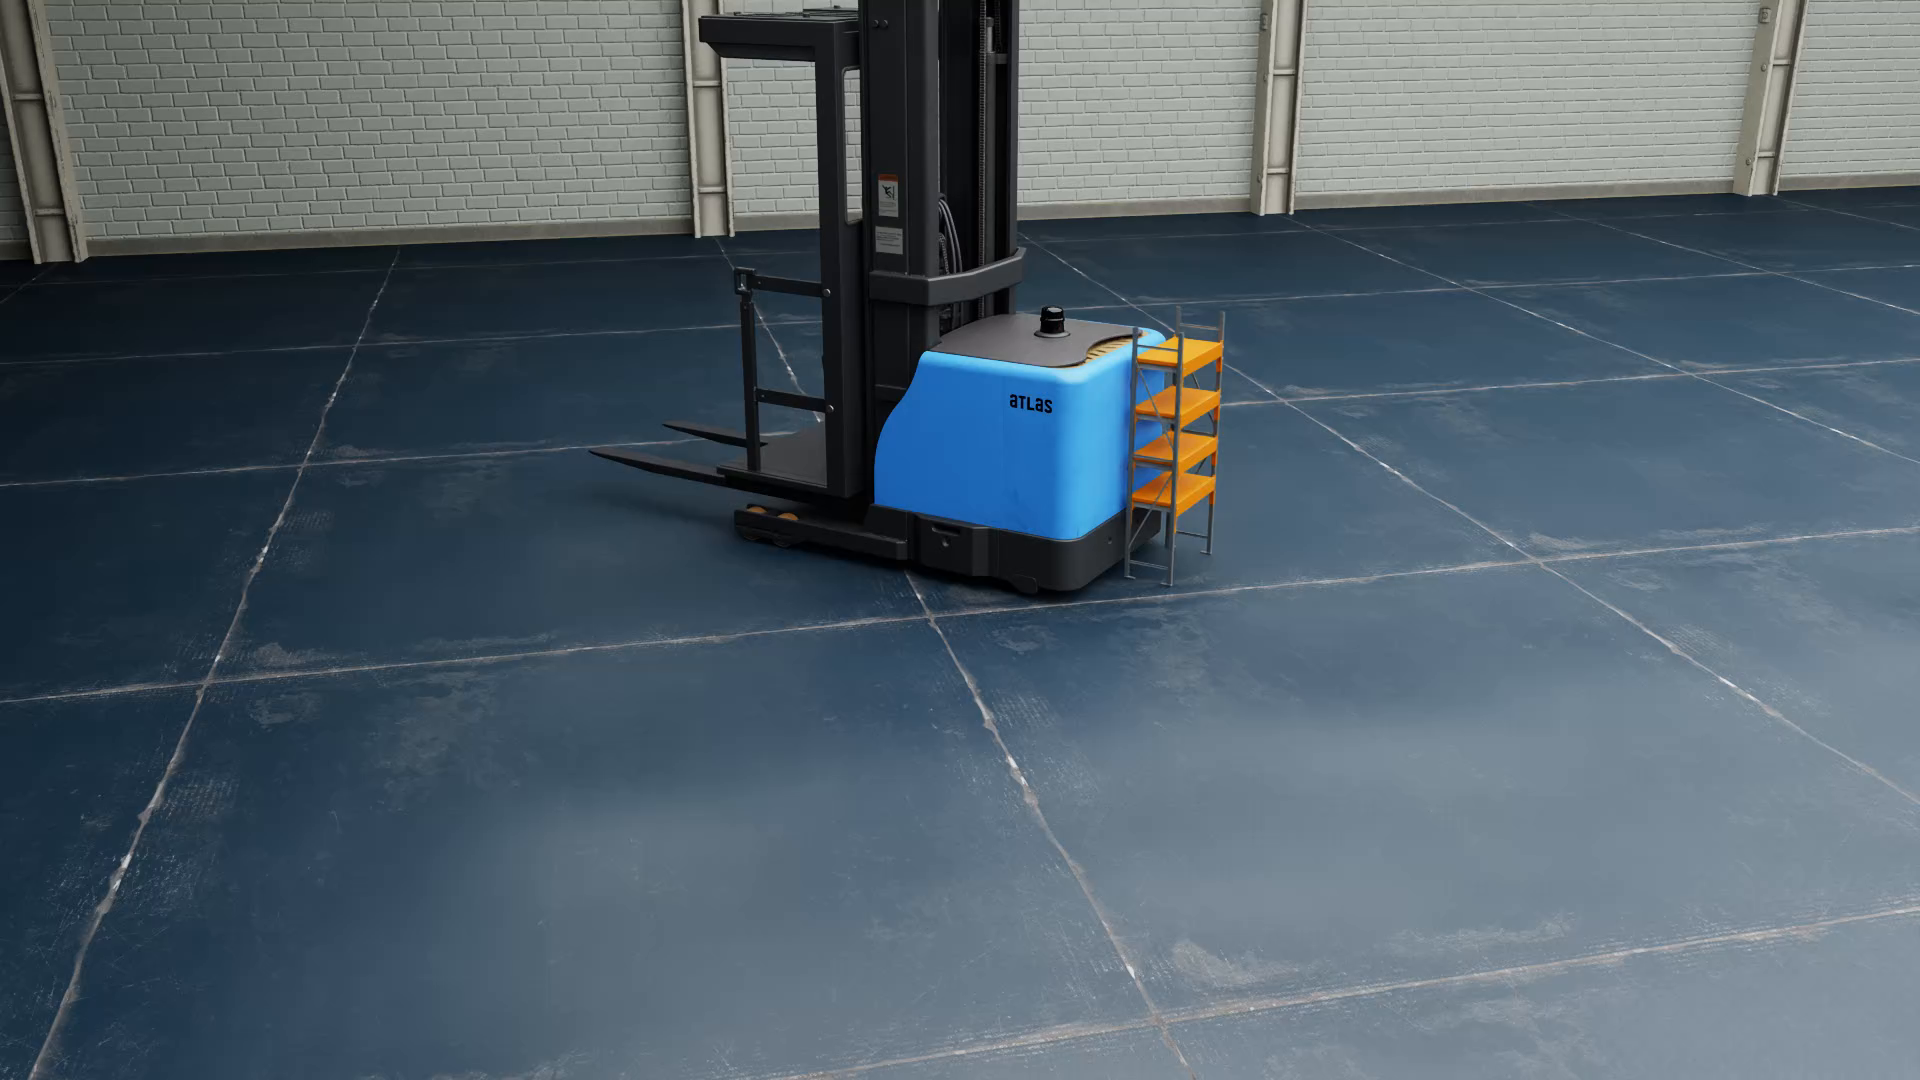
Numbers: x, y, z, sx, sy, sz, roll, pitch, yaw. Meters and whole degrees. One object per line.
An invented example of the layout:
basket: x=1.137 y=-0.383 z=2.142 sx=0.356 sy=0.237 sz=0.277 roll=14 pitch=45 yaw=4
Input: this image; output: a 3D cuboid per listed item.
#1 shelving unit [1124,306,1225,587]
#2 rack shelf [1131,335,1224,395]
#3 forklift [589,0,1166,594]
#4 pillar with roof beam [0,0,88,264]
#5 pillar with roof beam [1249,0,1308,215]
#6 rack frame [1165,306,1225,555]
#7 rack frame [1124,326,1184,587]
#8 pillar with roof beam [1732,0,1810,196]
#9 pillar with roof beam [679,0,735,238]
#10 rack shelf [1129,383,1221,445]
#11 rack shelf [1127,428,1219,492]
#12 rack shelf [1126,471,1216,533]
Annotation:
shelving unit: x=1.001 y=-0.441 z=7.774 sx=0.258 sy=1.200 sz=0.503 roll=11 pitch=23 yaw=28
rack shelf: x=1.001 y=-0.810 z=7.639 sx=0.258 sy=0.148 sz=0.480 roll=11 pitch=23 yaw=28
forklift: x=-0.536 y=-1.485 z=8.107 sx=3.031 sy=2.935 sz=1.130 roll=11 pitch=23 yaw=28
pillar with roof beam: x=-7.322 y=-5.377 z=9.909 sx=0.400 sy=9.000 sz=9.100 roll=-5 pitch=21 yaw=-12
pillar with roof beam: x=4.356 y=-6.326 z=12.502 sx=0.400 sy=9.000 sz=9.100 roll=-5 pitch=21 yaw=-12
rack frame: x=1.123 y=-0.514 z=7.973 sx=0.240 sy=1.200 sz=0.015 roll=11 pitch=23 yaw=28
rack frame: x=0.879 y=-0.368 z=7.576 sx=0.240 sy=1.200 sz=0.015 roll=11 pitch=23 yaw=28
pillar with roof beam: x=10.195 y=-6.801 z=13.799 sx=0.400 sy=9.000 sz=9.100 roll=-5 pitch=21 yaw=-12
pillar with roof beam: x=-1.483 y=-5.852 z=11.206 sx=0.400 sy=9.000 sz=9.100 roll=-5 pitch=21 yaw=-12
rack shelf: x=1.001 y=-0.588 z=7.720 sx=0.258 sy=0.148 sz=0.480 roll=11 pitch=23 yaw=28
rack shelf: x=1.001 y=-0.378 z=7.797 sx=0.258 sy=0.148 sz=0.480 roll=11 pitch=23 yaw=28
rack shelf: x=1.001 y=-0.191 z=7.866 sx=0.258 sy=0.148 sz=0.480 roll=11 pitch=23 yaw=28
